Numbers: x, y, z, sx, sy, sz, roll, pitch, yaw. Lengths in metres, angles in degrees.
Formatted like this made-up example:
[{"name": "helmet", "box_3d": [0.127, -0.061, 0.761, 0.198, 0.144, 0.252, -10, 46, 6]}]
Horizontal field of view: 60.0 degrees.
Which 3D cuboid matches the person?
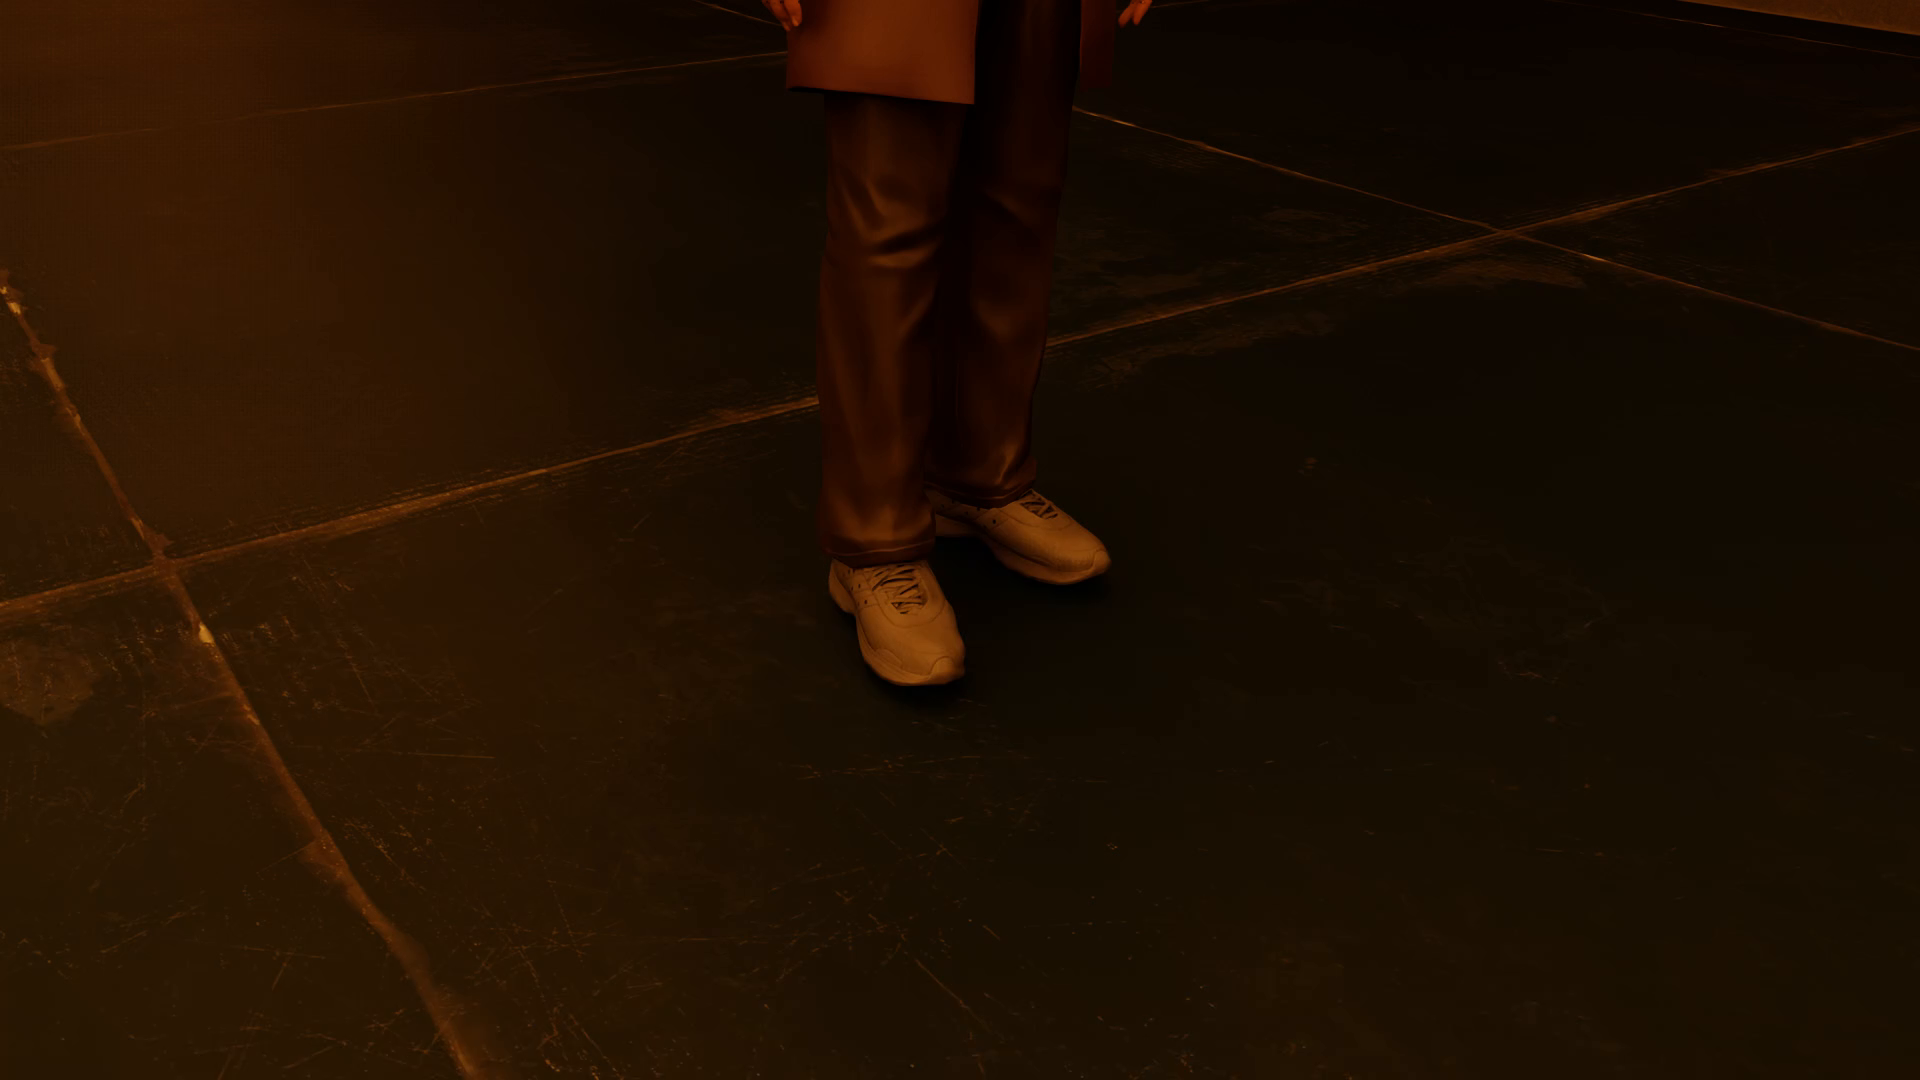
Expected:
[{"name": "person", "box_3d": [0.048, -0.766, 2.029, 0.696, 1.775, 0.582, -17, 31, -31]}]
